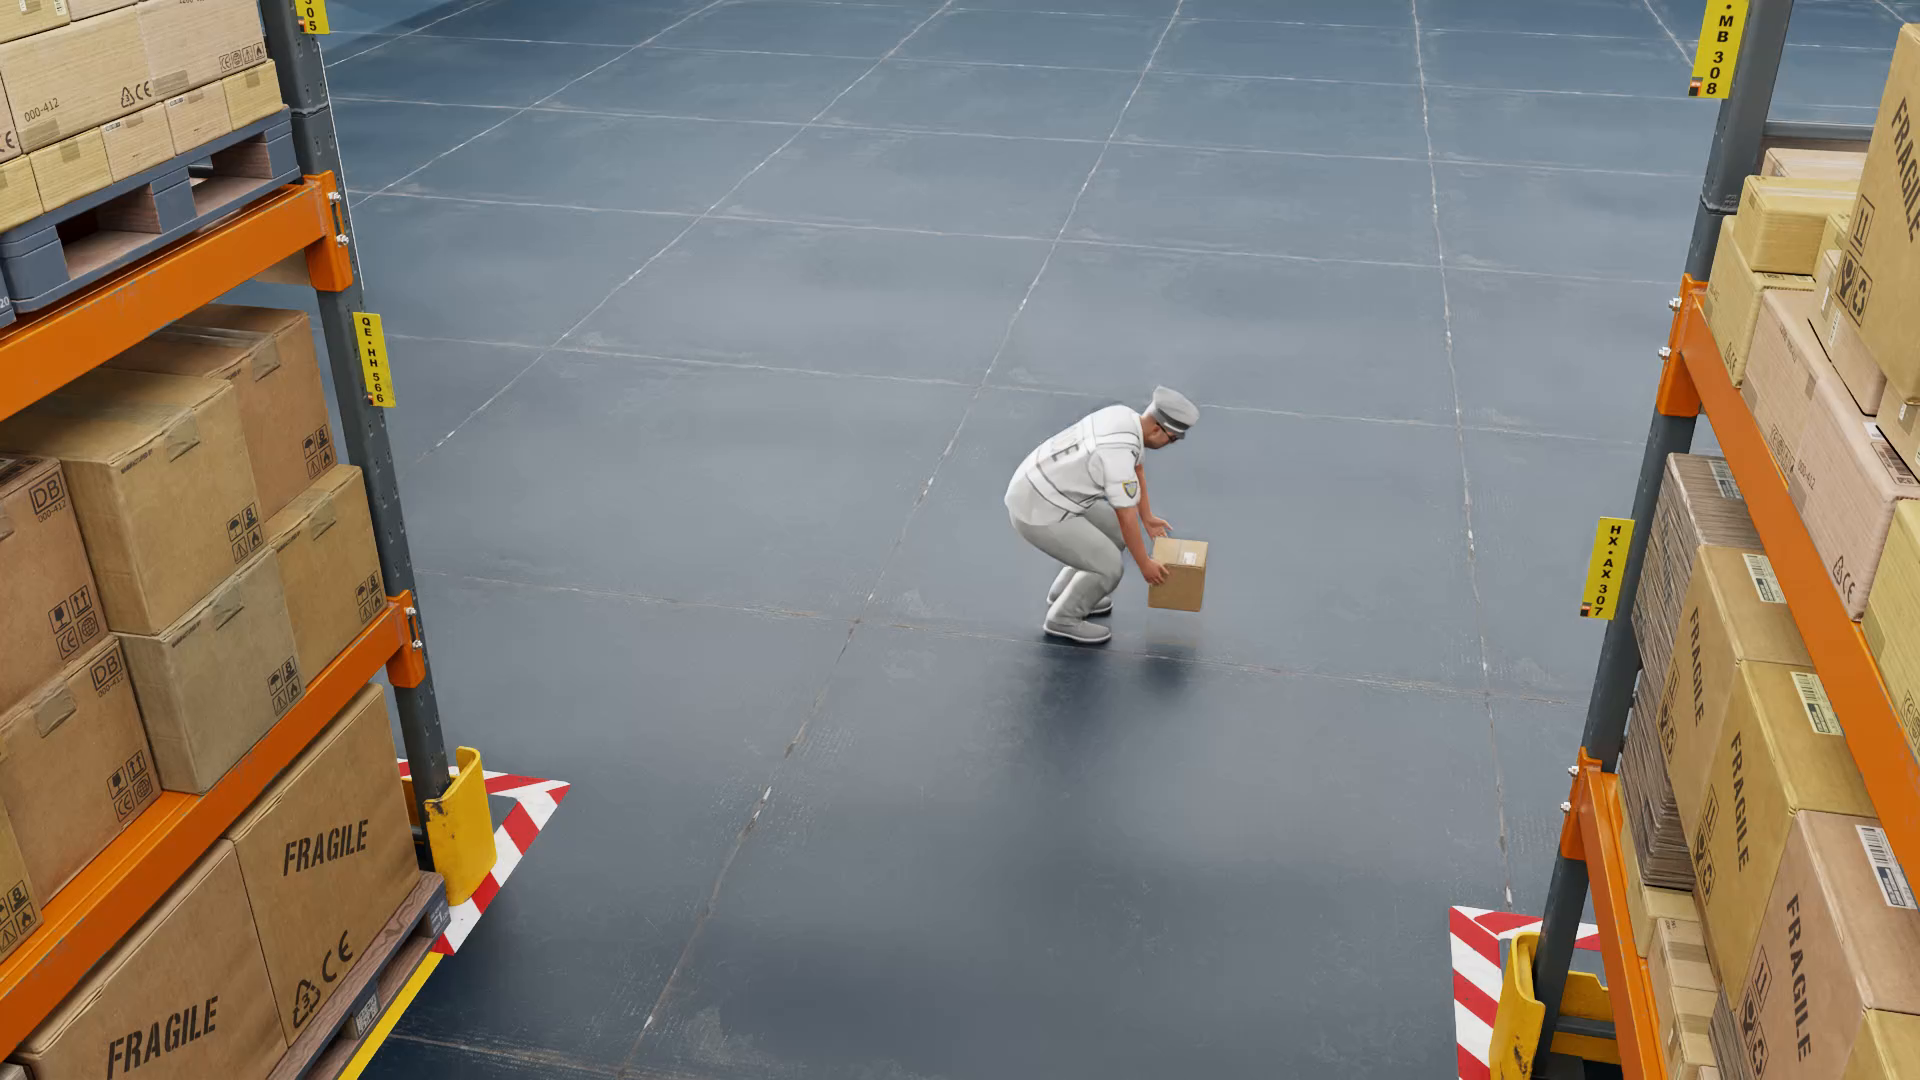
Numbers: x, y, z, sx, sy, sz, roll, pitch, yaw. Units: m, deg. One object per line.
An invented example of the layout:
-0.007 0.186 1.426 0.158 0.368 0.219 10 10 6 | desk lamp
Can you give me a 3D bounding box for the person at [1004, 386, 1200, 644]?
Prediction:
0.664 -0.152 7.934 0.882 1.242 0.581 6 29 11 | person
